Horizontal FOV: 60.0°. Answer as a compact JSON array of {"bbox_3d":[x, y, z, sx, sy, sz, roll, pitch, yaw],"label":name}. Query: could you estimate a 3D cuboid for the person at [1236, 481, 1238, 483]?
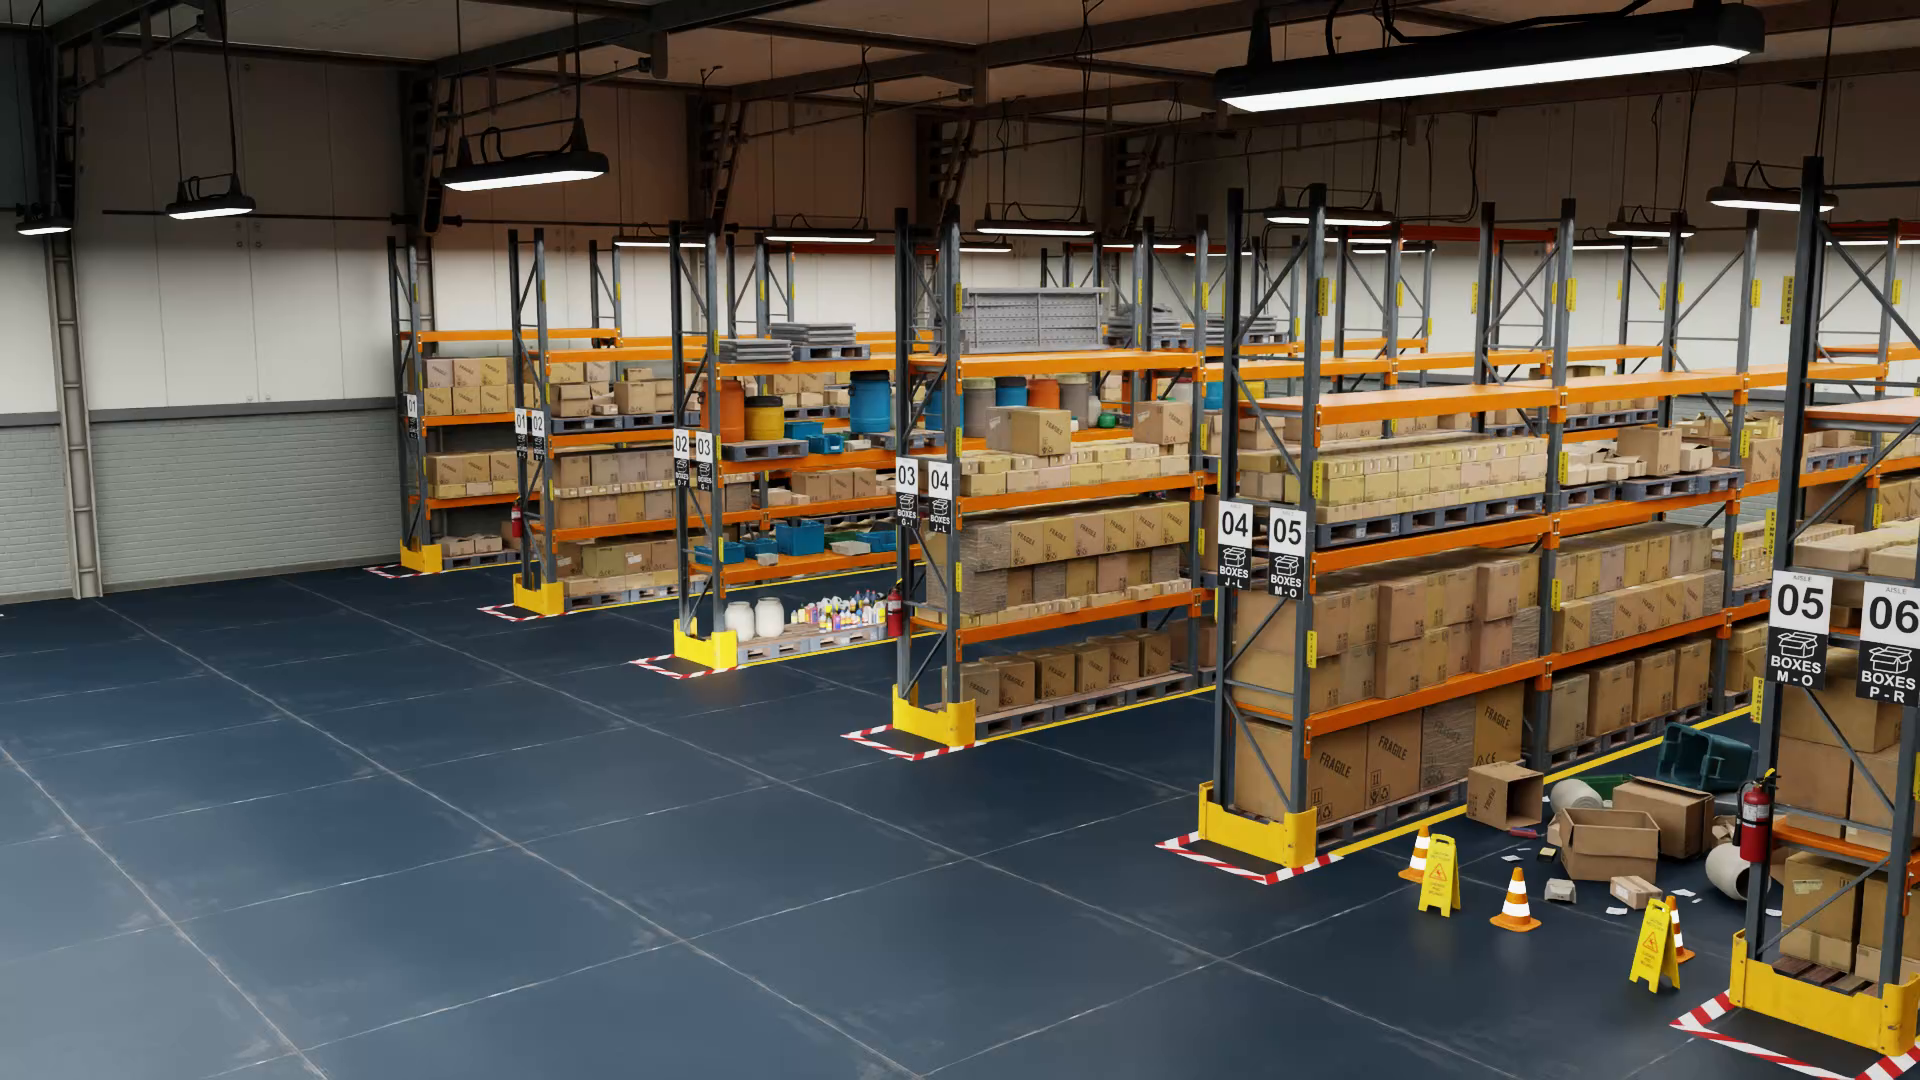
[{"bbox_3d":[6.514,-1.719,39.045,0.520,1.760,0.659,-7,11,-38],"label":"person"}]
